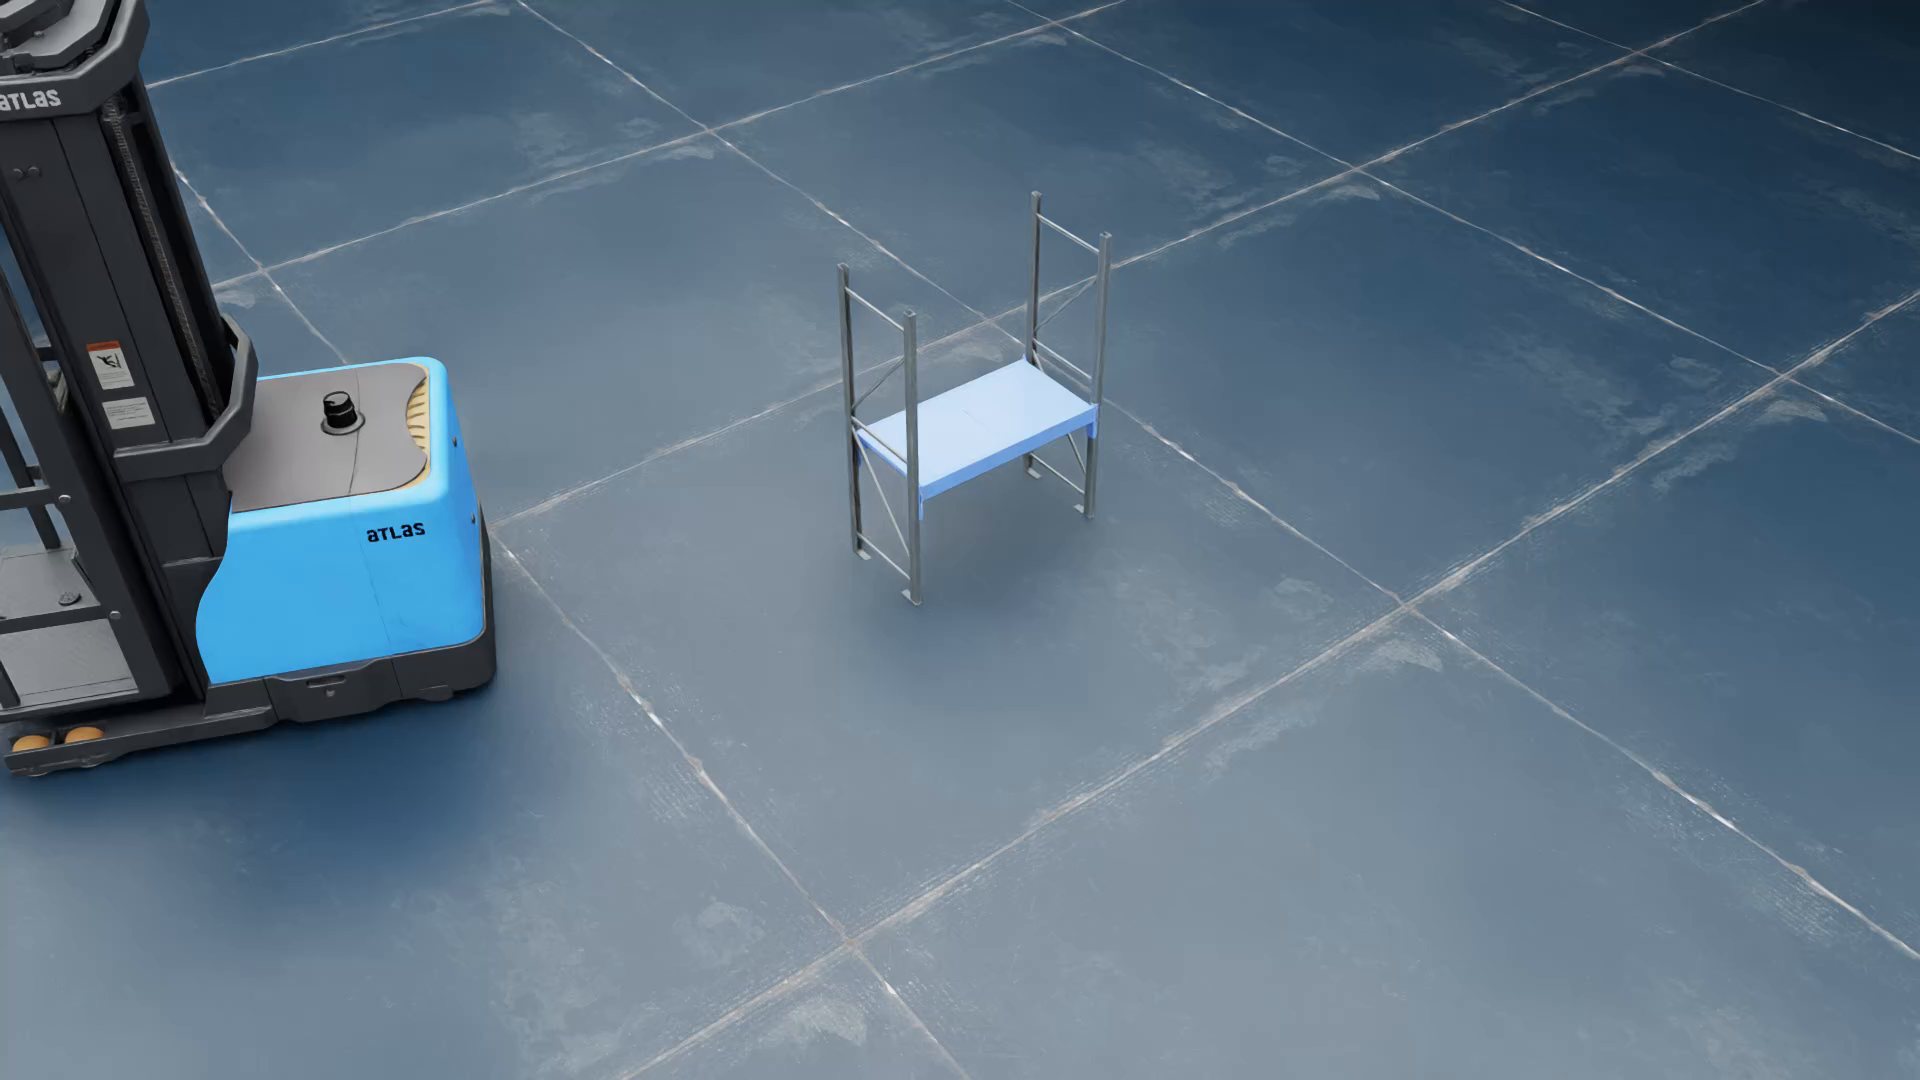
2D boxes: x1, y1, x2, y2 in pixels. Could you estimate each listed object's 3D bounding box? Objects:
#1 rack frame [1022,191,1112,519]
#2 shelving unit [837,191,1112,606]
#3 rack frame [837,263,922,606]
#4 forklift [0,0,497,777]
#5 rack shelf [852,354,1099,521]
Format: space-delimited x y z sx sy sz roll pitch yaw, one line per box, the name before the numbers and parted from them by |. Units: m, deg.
rack frame | 0.471 -0.809 7.554 0.032 1.500 0.500 -26 46 -28
shelving unit | 0.068 -0.613 7.315 1.048 1.500 0.538 -26 46 -28
rack frame | -0.335 -0.416 7.075 0.032 1.500 0.500 -26 46 -28
forklift | -3.519 -0.566 6.129 3.031 2.935 1.130 -9 40 -11
rack shelf | 0.068 -0.474 7.429 1.000 0.185 0.538 -26 46 -28
